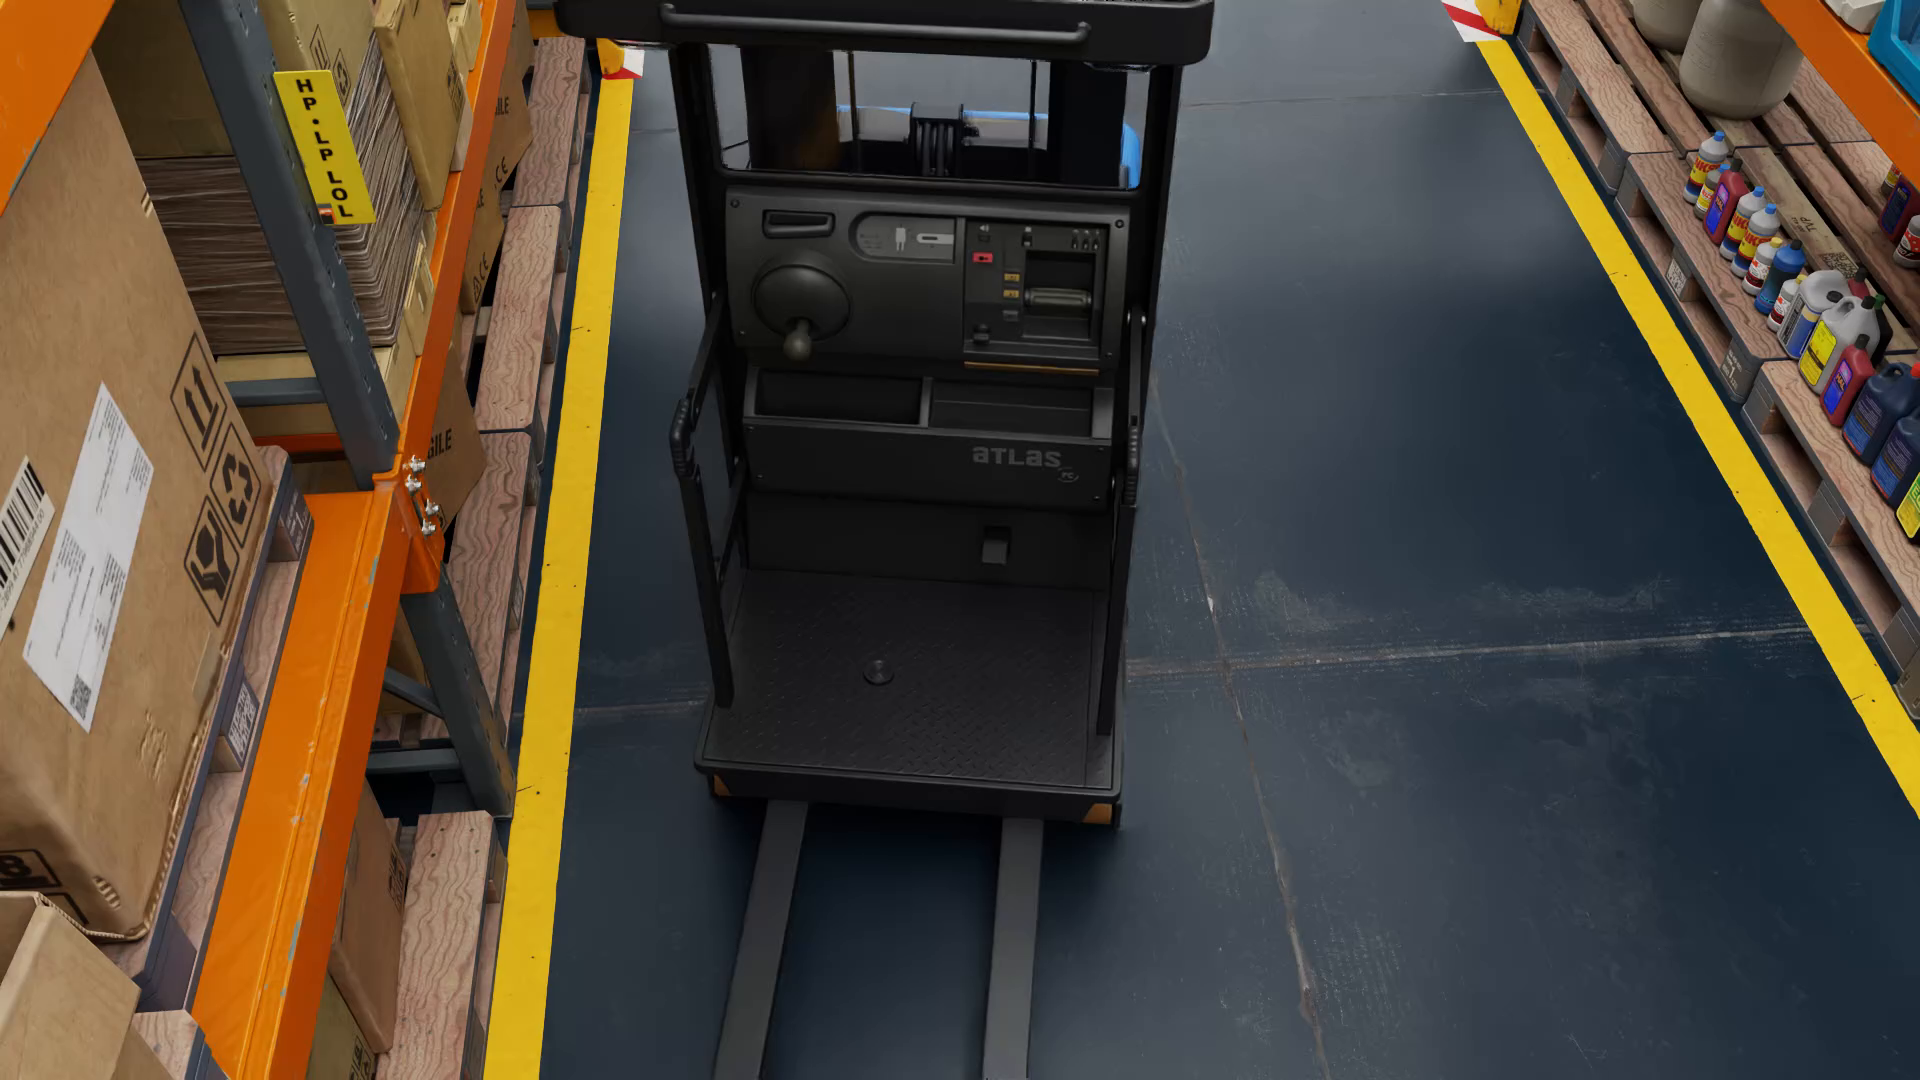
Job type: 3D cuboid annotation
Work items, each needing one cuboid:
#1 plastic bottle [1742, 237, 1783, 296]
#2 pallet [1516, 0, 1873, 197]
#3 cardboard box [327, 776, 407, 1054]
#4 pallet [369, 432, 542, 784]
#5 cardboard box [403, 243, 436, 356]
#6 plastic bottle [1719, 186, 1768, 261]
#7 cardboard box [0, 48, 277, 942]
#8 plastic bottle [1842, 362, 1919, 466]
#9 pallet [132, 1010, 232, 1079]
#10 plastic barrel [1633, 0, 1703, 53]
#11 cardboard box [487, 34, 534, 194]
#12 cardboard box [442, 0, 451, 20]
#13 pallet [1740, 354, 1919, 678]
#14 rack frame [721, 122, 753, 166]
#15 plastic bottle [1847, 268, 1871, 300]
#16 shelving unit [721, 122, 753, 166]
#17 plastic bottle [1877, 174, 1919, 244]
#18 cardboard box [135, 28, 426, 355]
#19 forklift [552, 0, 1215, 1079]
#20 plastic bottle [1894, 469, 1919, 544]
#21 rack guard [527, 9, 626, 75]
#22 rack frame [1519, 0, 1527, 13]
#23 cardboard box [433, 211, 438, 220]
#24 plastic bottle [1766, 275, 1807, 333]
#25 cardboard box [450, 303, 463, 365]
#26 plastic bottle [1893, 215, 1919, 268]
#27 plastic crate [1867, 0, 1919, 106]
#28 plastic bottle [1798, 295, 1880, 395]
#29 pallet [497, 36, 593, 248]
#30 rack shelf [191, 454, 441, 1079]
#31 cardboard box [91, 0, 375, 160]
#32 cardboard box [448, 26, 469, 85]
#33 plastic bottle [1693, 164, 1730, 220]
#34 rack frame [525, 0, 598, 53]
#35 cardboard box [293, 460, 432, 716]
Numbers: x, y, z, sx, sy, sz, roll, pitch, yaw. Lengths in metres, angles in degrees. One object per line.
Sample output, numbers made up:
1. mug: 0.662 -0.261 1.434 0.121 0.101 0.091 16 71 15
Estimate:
1. plastic bottle: 2.767 -0.946 5.704 0.097 0.201 0.097 0 47 0
2. pallet: 2.996 -1.880 6.885 1.003 0.211 1.213 -3 47 -3
3. cardboard box: -1.691 0.870 3.779 0.700 0.500 0.500 -7 47 -6
4. pallet: -1.812 0.191 4.924 1.003 0.211 1.213 -3 47 -3
5. cardboard box: -1.447 -0.553 3.881 0.380 0.149 0.250 -3 47 -3
6. plastic bottle: 2.750 -1.114 5.815 0.097 0.271 0.097 0 47 0
7. cardboard box: -1.794 -0.052 2.531 1.000 1.000 1.000 -3 47 -3
8. plastic bottle: 2.858 -0.413 5.097 0.144 0.351 0.185 -6 47 -5
9. pallet: -1.592 1.246 2.136 1.003 0.211 1.213 -3 47 -3
10. plastic barrel: 3.011 -2.297 6.784 0.421 0.512 0.421 0 47 0
11. cardboard box: -1.936 -1.580 6.113 0.500 0.500 0.500 8 47 7
12. cardboard box: -1.846 -1.470 4.302 0.875 0.500 0.500 -3 47 -3
13. pallet: 3.200 -0.115 5.213 1.003 0.211 1.213 -3 47 -3
14. rack frame: -0.753 -0.972 5.550 0.240 0.900 0.006 -26 52 -22
15. plastic bottle: 2.927 -0.748 5.461 0.061 0.283 0.133 -3 47 -3
16. shelving unit: -0.697 -0.910 5.492 0.258 0.900 0.210 -26 52 -22
17. plastic bottle: 3.358 -1.204 5.892 0.061 0.283 0.133 -3 47 -3
18. cardboard box: -1.697 -0.750 3.621 0.875 0.500 0.500 -3 47 -3
19. forklift: -0.097 -0.501 3.706 1.130 2.935 3.031 4 47 4
20. plastic bottle: 2.846 -0.131 4.876 0.061 0.283 0.133 -1 47 -1
21. rack guard: -2.049 -2.264 7.050 1.175 0.500 0.348 -3 47 -3
22. rack frame: 2.880 -3.479 6.479 1.000 3.000 0.127 -3 47 -3
23. cardboard box: -1.526 -0.913 4.222 0.380 0.149 0.250 -3 47 -3
24. plastic bottle: 2.784 -0.797 5.563 0.097 0.201 0.097 0 47 0
25. cardboard box: -1.900 -0.719 5.298 0.500 0.500 0.500 -7 47 -7
26. plastic bottle: 3.353 -1.061 5.813 0.097 0.201 0.097 0 47 0
27. plastic crate: 2.852 -1.318 4.535 0.499 0.251 0.616 -3 47 -3
28. plastic bottle: 2.831 -0.647 5.318 0.144 0.351 0.185 -4 47 -4
29. pallet: -2.016 -1.575 6.596 1.003 0.211 1.213 -3 47 -3
30. rack shelf: -1.553 1.410 2.344 1.077 0.370 4.000 -3 47 -3
31. cardboard box: -1.505 -1.106 3.269 0.500 0.500 0.500 -3 47 -3
32. cardboard box: -1.568 -1.275 4.564 0.380 0.149 0.250 -3 47 -3
33. plastic bottle: 2.730 -1.263 6.004 0.097 0.201 0.097 0 47 0
34. rack frame: -2.056 -3.178 6.194 1.000 3.000 0.127 -3 47 -3
35. cardboard box: -1.714 0.139 4.485 0.500 0.500 0.500 -5 47 -5
